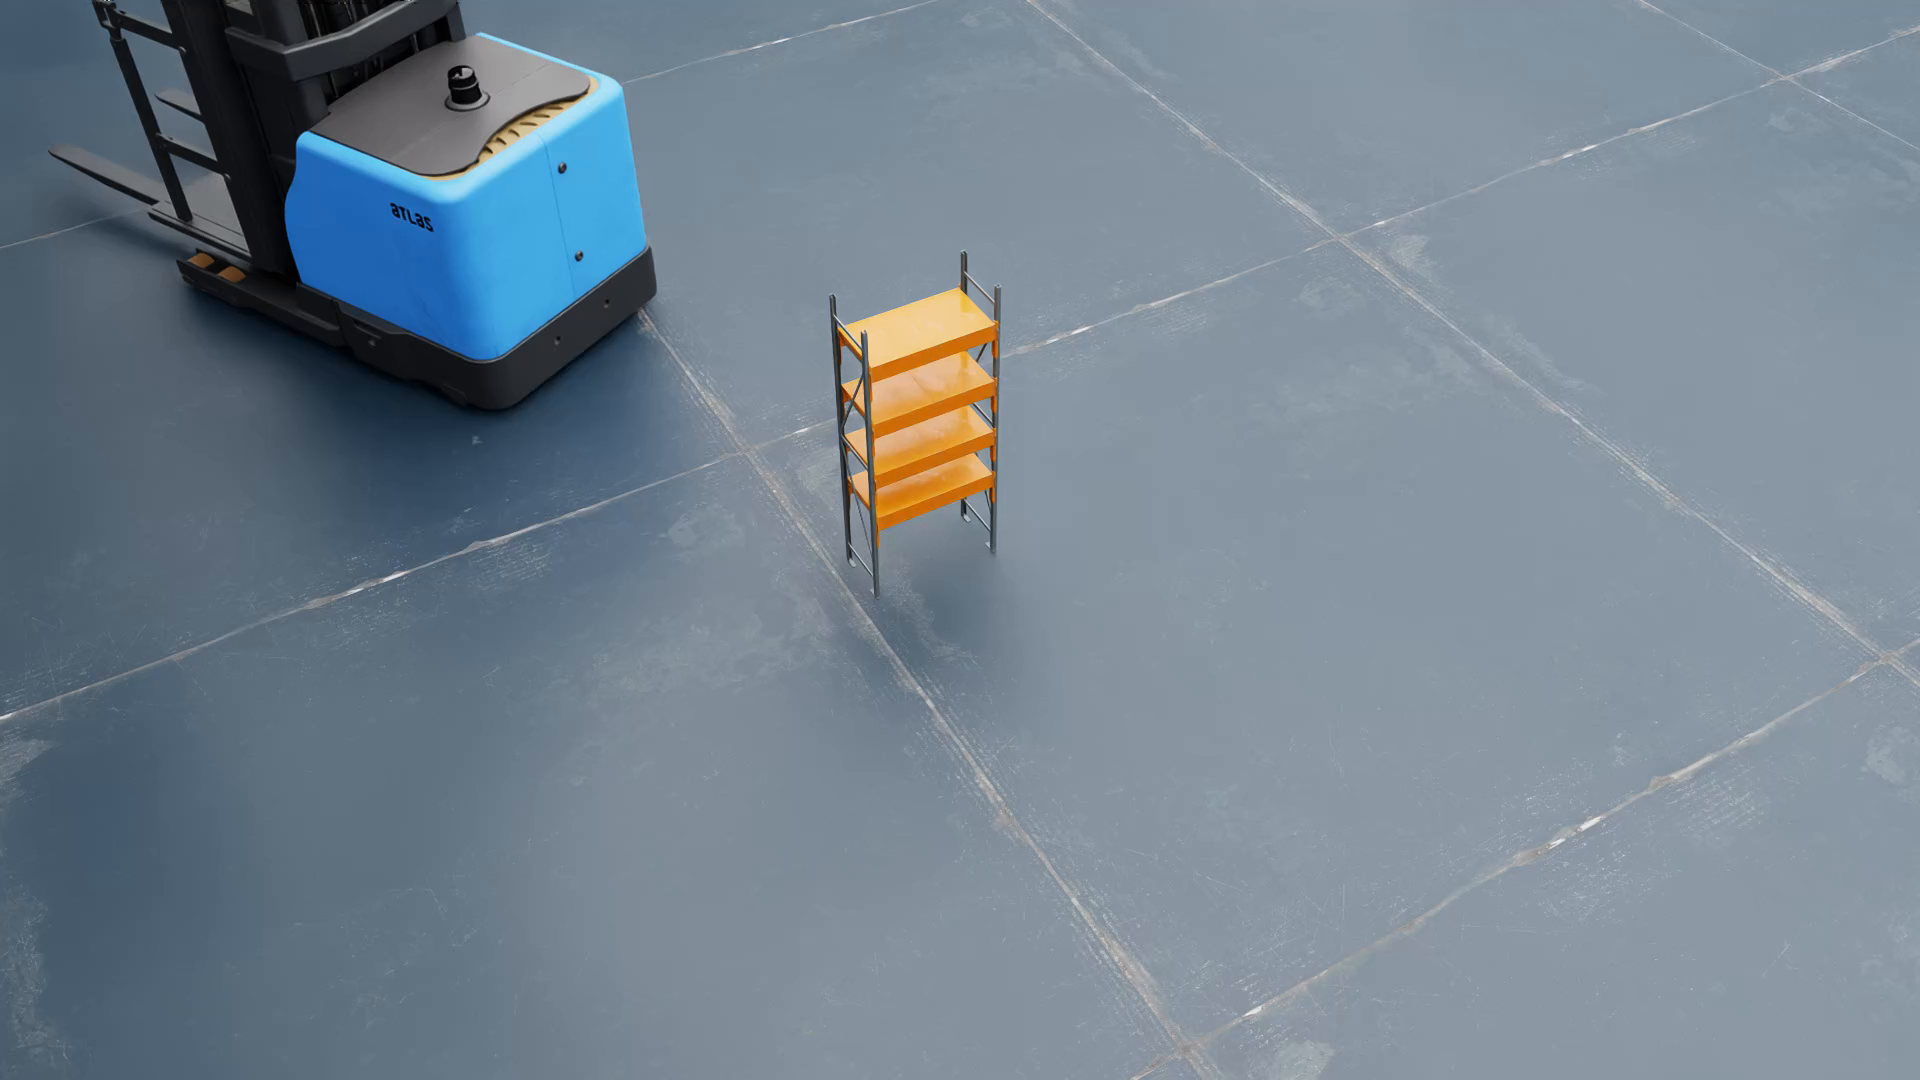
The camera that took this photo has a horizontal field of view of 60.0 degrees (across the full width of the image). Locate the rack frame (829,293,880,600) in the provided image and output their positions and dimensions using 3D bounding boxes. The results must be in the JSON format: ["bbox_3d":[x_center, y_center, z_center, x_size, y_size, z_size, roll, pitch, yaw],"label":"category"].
[{"bbox_3d":[-0.355,-0.288,5.686,0.015,1.200,0.240,-22,48,-21],"label":"rack frame"}]

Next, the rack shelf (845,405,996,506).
[{"bbox_3d":[-0.144,-0.325,5.820,0.480,0.148,0.258,-22,48,-21],"label":"rack shelf"}]

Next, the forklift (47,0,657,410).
[{"bbox_3d":[-2.843,-2.368,6.585,3.031,2.935,1.130,24,49,23],"label":"forklift"}]

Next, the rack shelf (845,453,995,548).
[{"bbox_3d":[-0.144,-0.182,5.958,0.480,0.148,0.258,-22,48,-21],"label":"rack shelf"}]

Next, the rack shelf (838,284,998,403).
[{"bbox_3d":[-0.144,-0.655,5.499,0.480,0.148,0.258,-22,48,-21],"label":"rack shelf"}]

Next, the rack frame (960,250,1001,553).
[{"bbox_3d":[0.068,-0.458,5.860,0.015,1.200,0.240,-22,48,-21],"label":"rack frame"}]

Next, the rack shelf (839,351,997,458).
[{"bbox_3d":[-0.144,-0.485,5.664,0.480,0.148,0.258,-22,48,-21],"label":"rack shelf"}]

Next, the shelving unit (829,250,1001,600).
[{"bbox_3d":[-0.144,-0.373,5.773,0.503,1.200,0.258,-22,48,-21],"label":"shelving unit"}]
